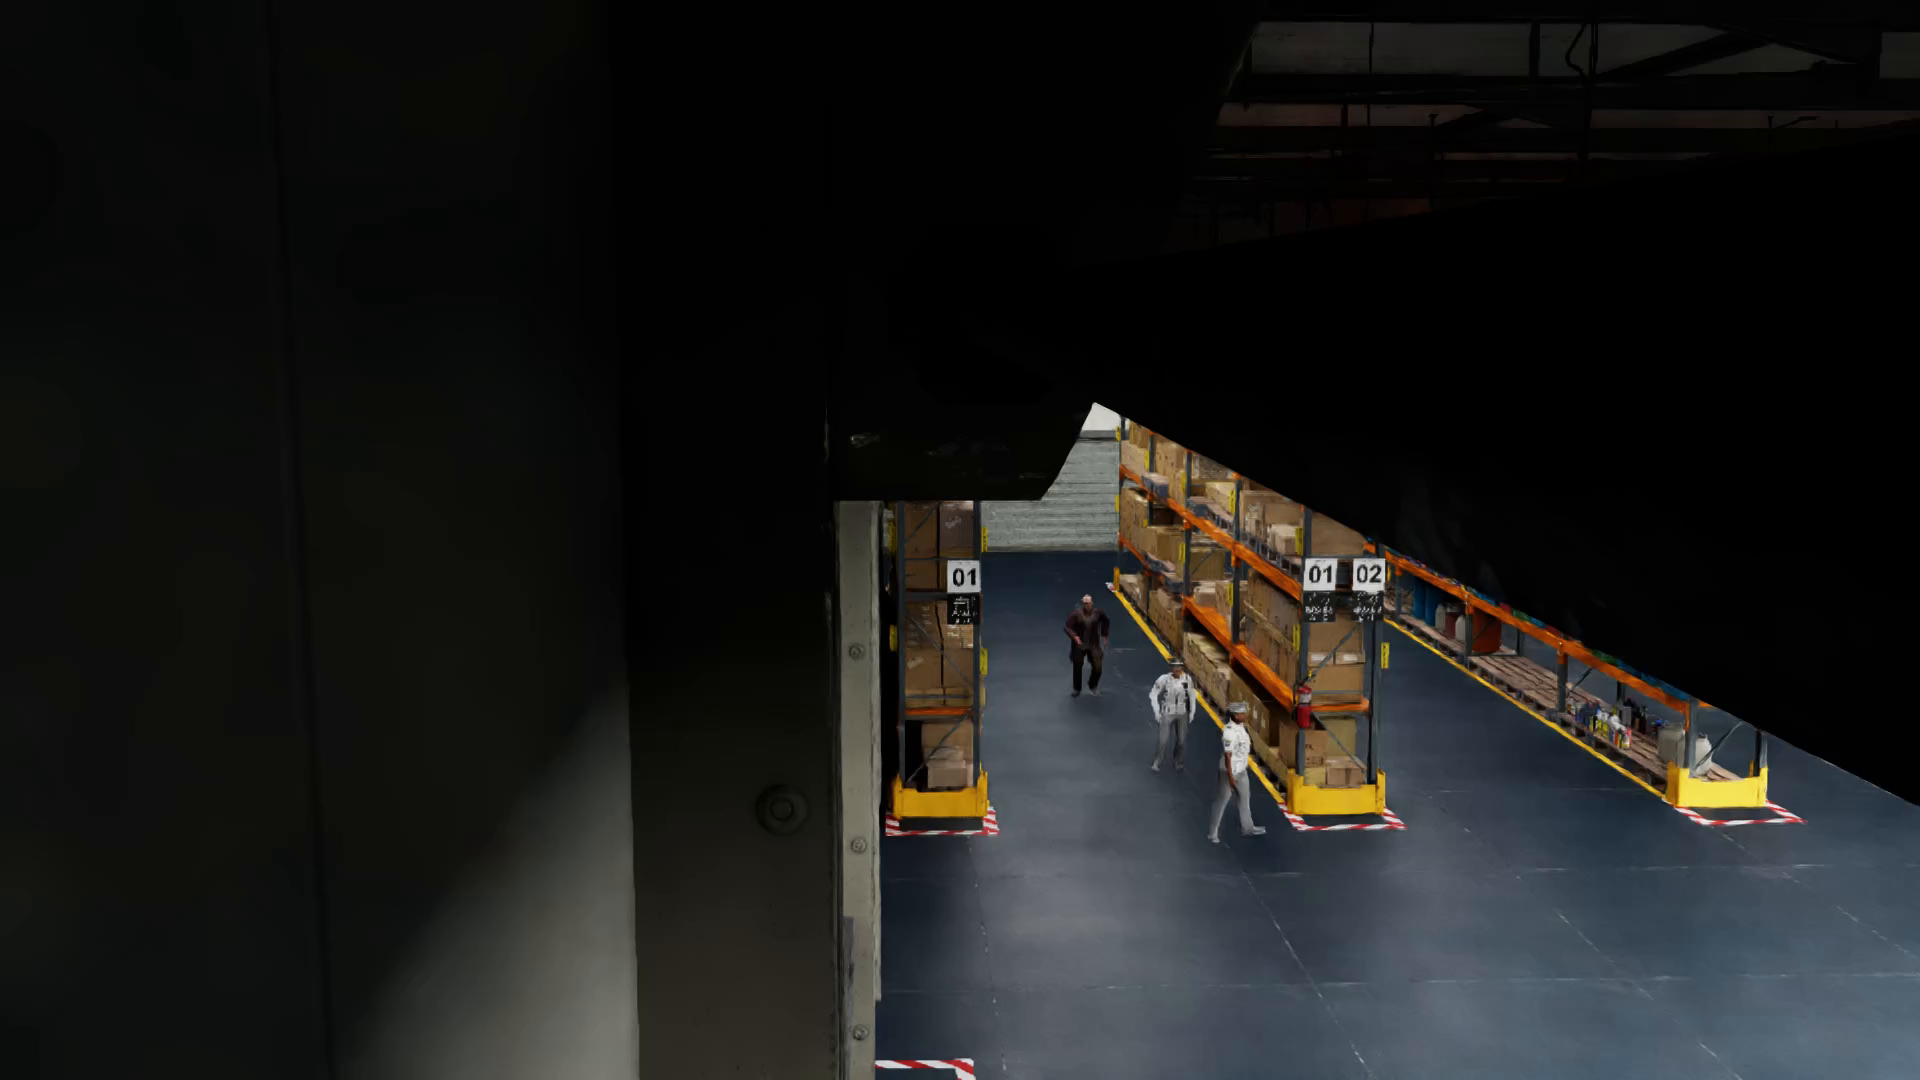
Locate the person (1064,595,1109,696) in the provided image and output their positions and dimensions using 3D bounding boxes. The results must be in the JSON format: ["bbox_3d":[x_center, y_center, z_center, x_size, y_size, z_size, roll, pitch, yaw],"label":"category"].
[{"bbox_3d":[2.019,1.742,26.491,0.718,1.603,0.845,0,8,2],"label":"person"}]

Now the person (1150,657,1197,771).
[{"bbox_3d":[2.866,2.326,22.363,0.637,1.632,0.512,-1,8,-5],"label":"person"}]

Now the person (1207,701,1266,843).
[{"bbox_3d":[3.244,2.692,19.567,0.555,1.670,0.697,5,10,33],"label":"person"}]
